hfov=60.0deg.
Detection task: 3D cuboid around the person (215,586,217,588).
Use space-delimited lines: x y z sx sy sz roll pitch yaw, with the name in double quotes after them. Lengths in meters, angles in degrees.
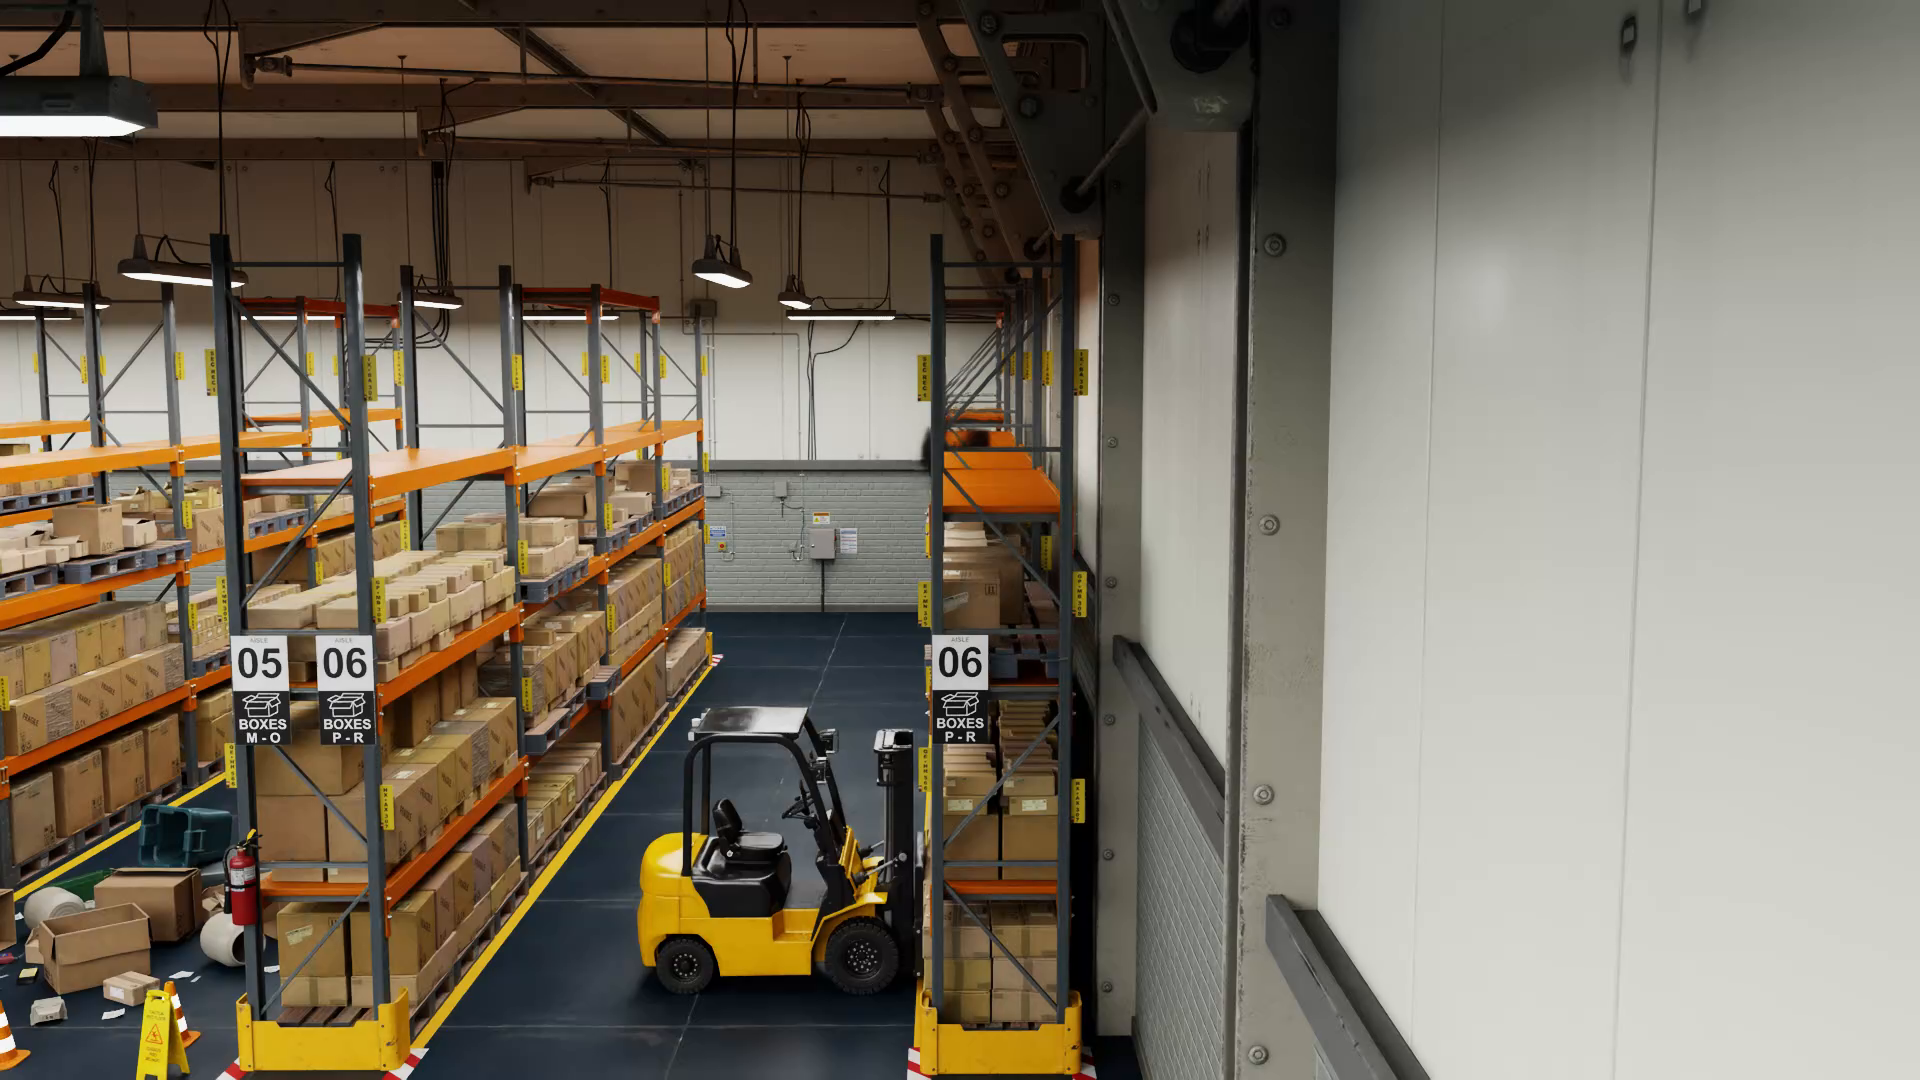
-11.548 1.450 26.237 0.661 1.686 0.658 0 6 2 "person"
